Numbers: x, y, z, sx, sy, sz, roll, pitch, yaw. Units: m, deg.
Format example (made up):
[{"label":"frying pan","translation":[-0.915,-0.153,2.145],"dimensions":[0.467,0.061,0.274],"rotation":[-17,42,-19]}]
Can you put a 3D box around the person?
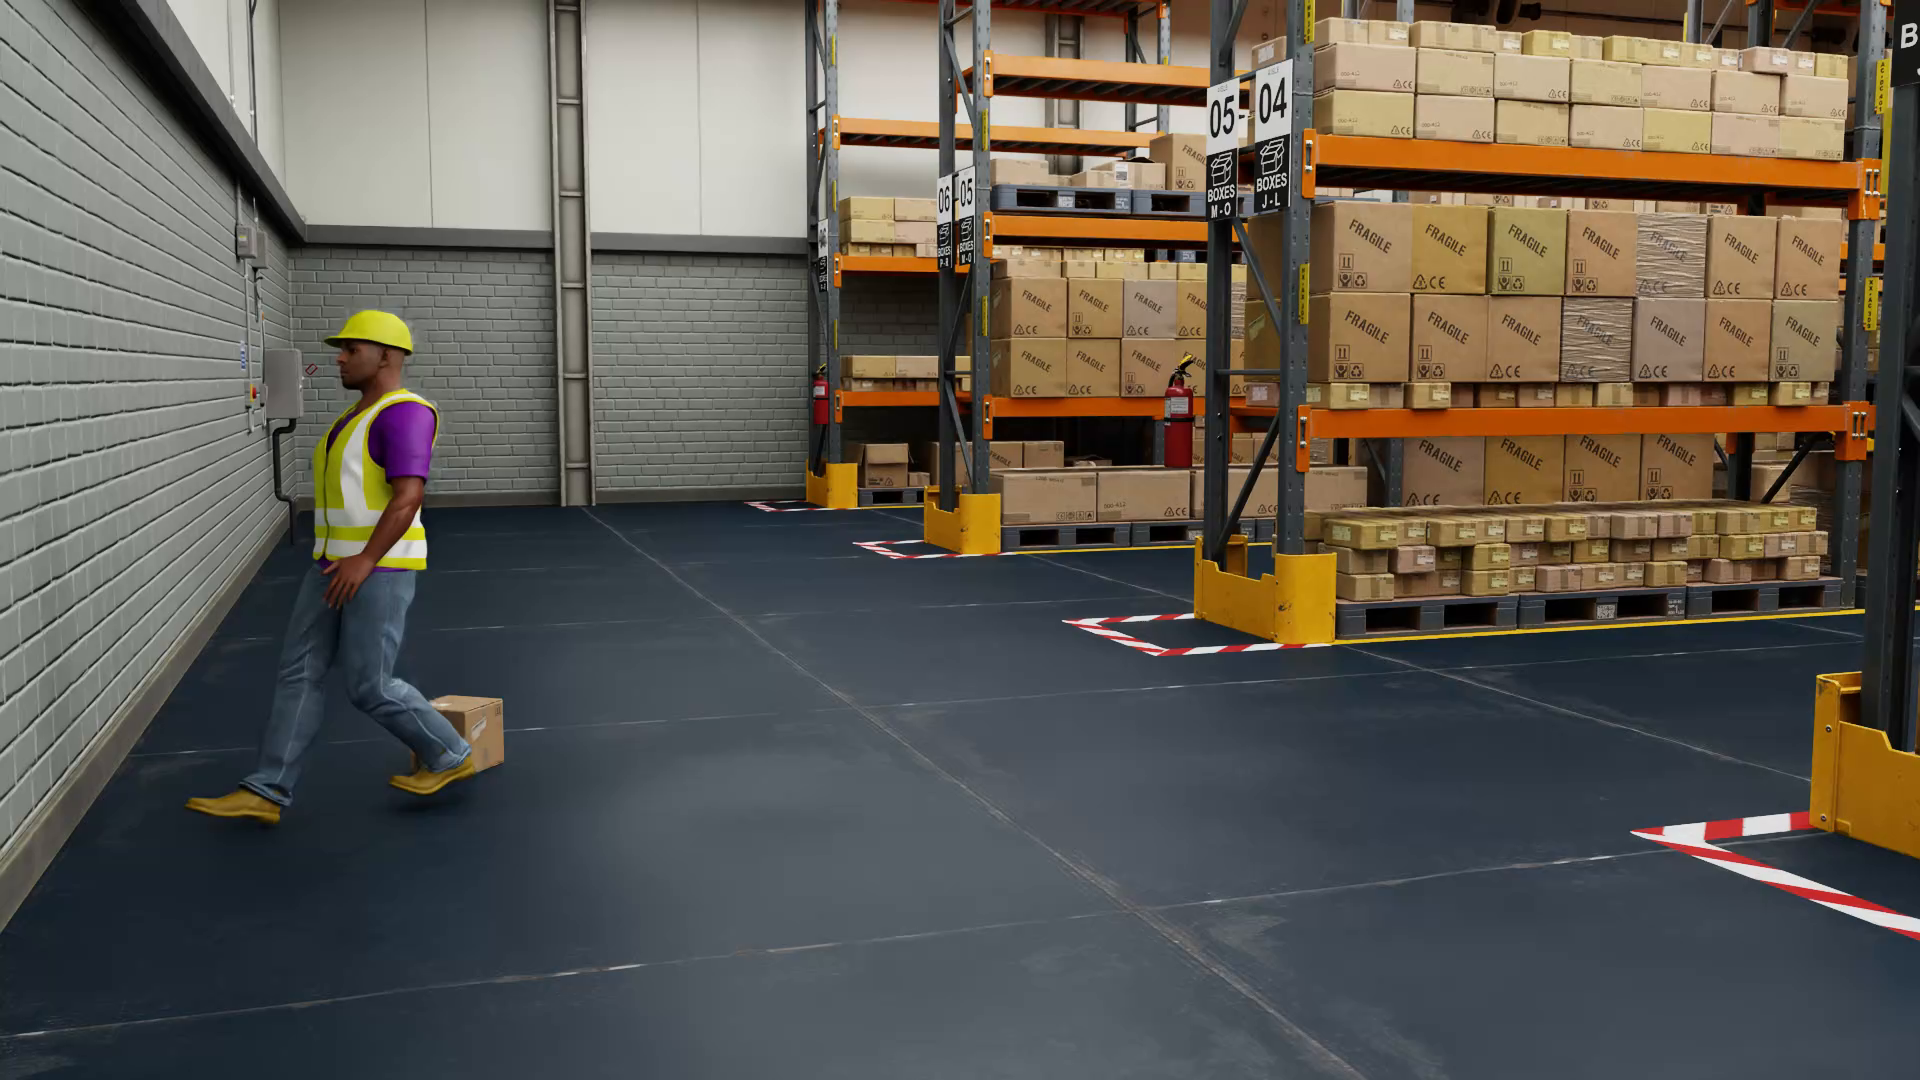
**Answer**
[{"label":"person","translation":[-2.100,0.088,5.538],"dimensions":[0.621,1.705,0.942],"rotation":[5,8,44]}]
